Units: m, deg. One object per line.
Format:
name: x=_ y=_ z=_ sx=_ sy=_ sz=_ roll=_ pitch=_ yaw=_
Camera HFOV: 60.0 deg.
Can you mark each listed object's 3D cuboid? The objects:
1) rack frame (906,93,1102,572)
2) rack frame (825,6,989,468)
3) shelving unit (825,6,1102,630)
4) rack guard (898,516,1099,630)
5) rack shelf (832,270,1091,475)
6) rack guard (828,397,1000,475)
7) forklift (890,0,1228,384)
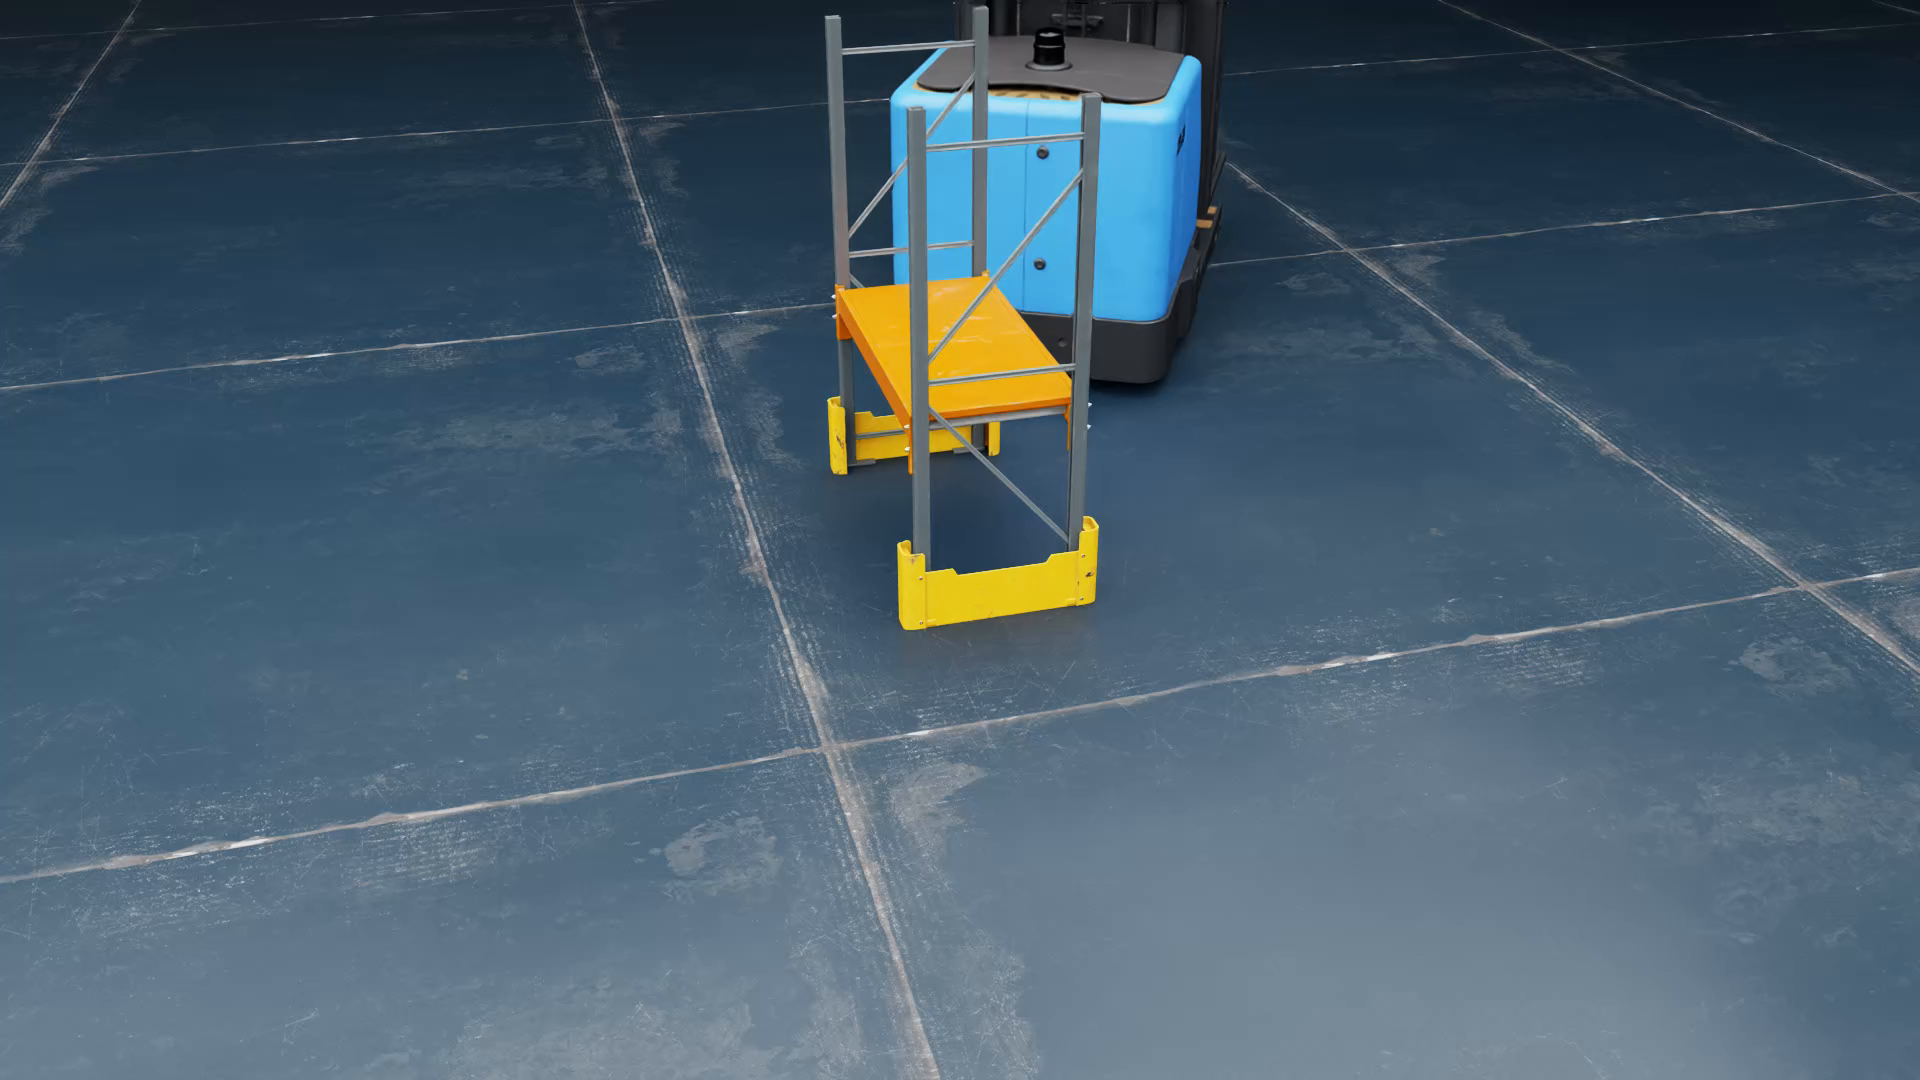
rack frame: x=0.112 y=-0.445 z=4.521 sx=0.500 sy=1.500 sz=0.032 roll=-8 pitch=31 yaw=-13
rack frame: x=-0.158 y=-0.936 z=5.370 sx=0.500 sy=1.500 sz=0.032 roll=-8 pitch=31 yaw=-13
shelving unit: x=-0.020 y=-0.686 z=4.938 sx=0.587 sy=1.500 sz=1.083 roll=-8 pitch=31 yaw=-13
rack guard: x=0.112 y=0.096 z=4.835 sx=0.587 sy=0.250 sz=0.087 roll=-8 pitch=31 yaw=-13
rack shelf: x=-0.023 y=-0.535 z=5.036 sx=0.538 sy=0.185 sz=1.000 roll=-8 pitch=31 yaw=-13
rack guard: x=-0.152 y=-0.386 z=5.667 sx=0.587 sy=0.250 sz=0.087 roll=-8 pitch=31 yaw=-13
forklift: x=0.579 y=-2.567 z=6.759 sx=1.130 sy=2.935 sz=3.031 roll=7 pitch=31 yaw=12
